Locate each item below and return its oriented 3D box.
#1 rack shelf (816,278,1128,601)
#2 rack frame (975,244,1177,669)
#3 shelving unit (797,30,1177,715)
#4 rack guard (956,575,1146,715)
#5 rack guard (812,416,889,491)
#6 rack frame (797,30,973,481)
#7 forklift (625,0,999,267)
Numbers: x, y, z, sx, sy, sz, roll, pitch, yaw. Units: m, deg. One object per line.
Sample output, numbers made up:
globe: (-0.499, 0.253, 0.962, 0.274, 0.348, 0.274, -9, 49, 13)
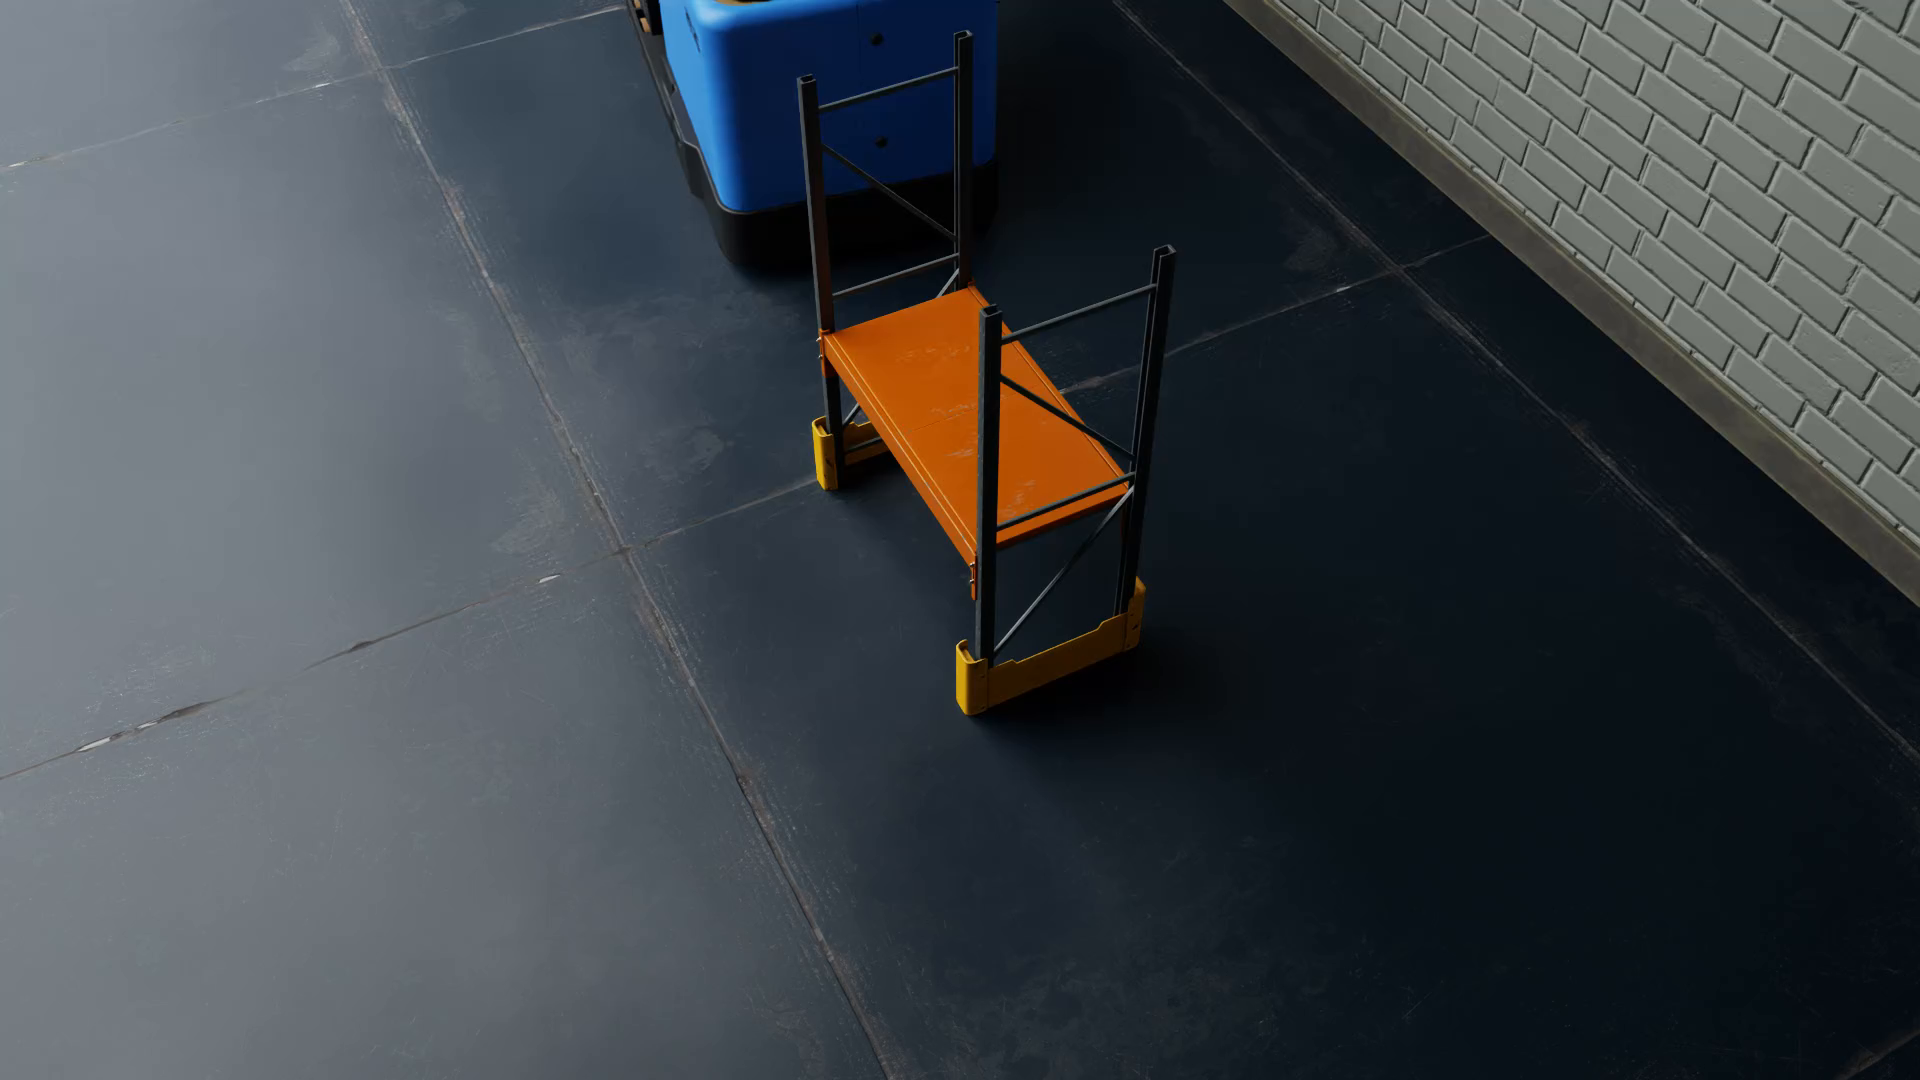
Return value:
rack shelf: (0.039, -0.318, 4.771, 0.538, 0.185, 1.000, -21, 52, -18)
rack frame: (0.272, -0.096, 4.338, 0.500, 1.500, 0.032, -21, 52, -18)
shelving unit: (0.035, -0.443, 4.641, 0.587, 1.500, 1.083, -21, 52, -18)
rack guard: (0.263, 0.302, 4.820, 0.587, 0.250, 0.087, -21, 52, -18)
rack guard: (-0.193, -0.365, 5.403, 0.587, 0.250, 0.087, -21, 52, -18)
rack frame: (-0.194, -0.777, 4.933, 0.500, 1.500, 0.032, -21, 52, -18)
forklift: (-0.796, -3.088, 6.004, 1.130, 2.935, 3.031, -14, 50, -12)
